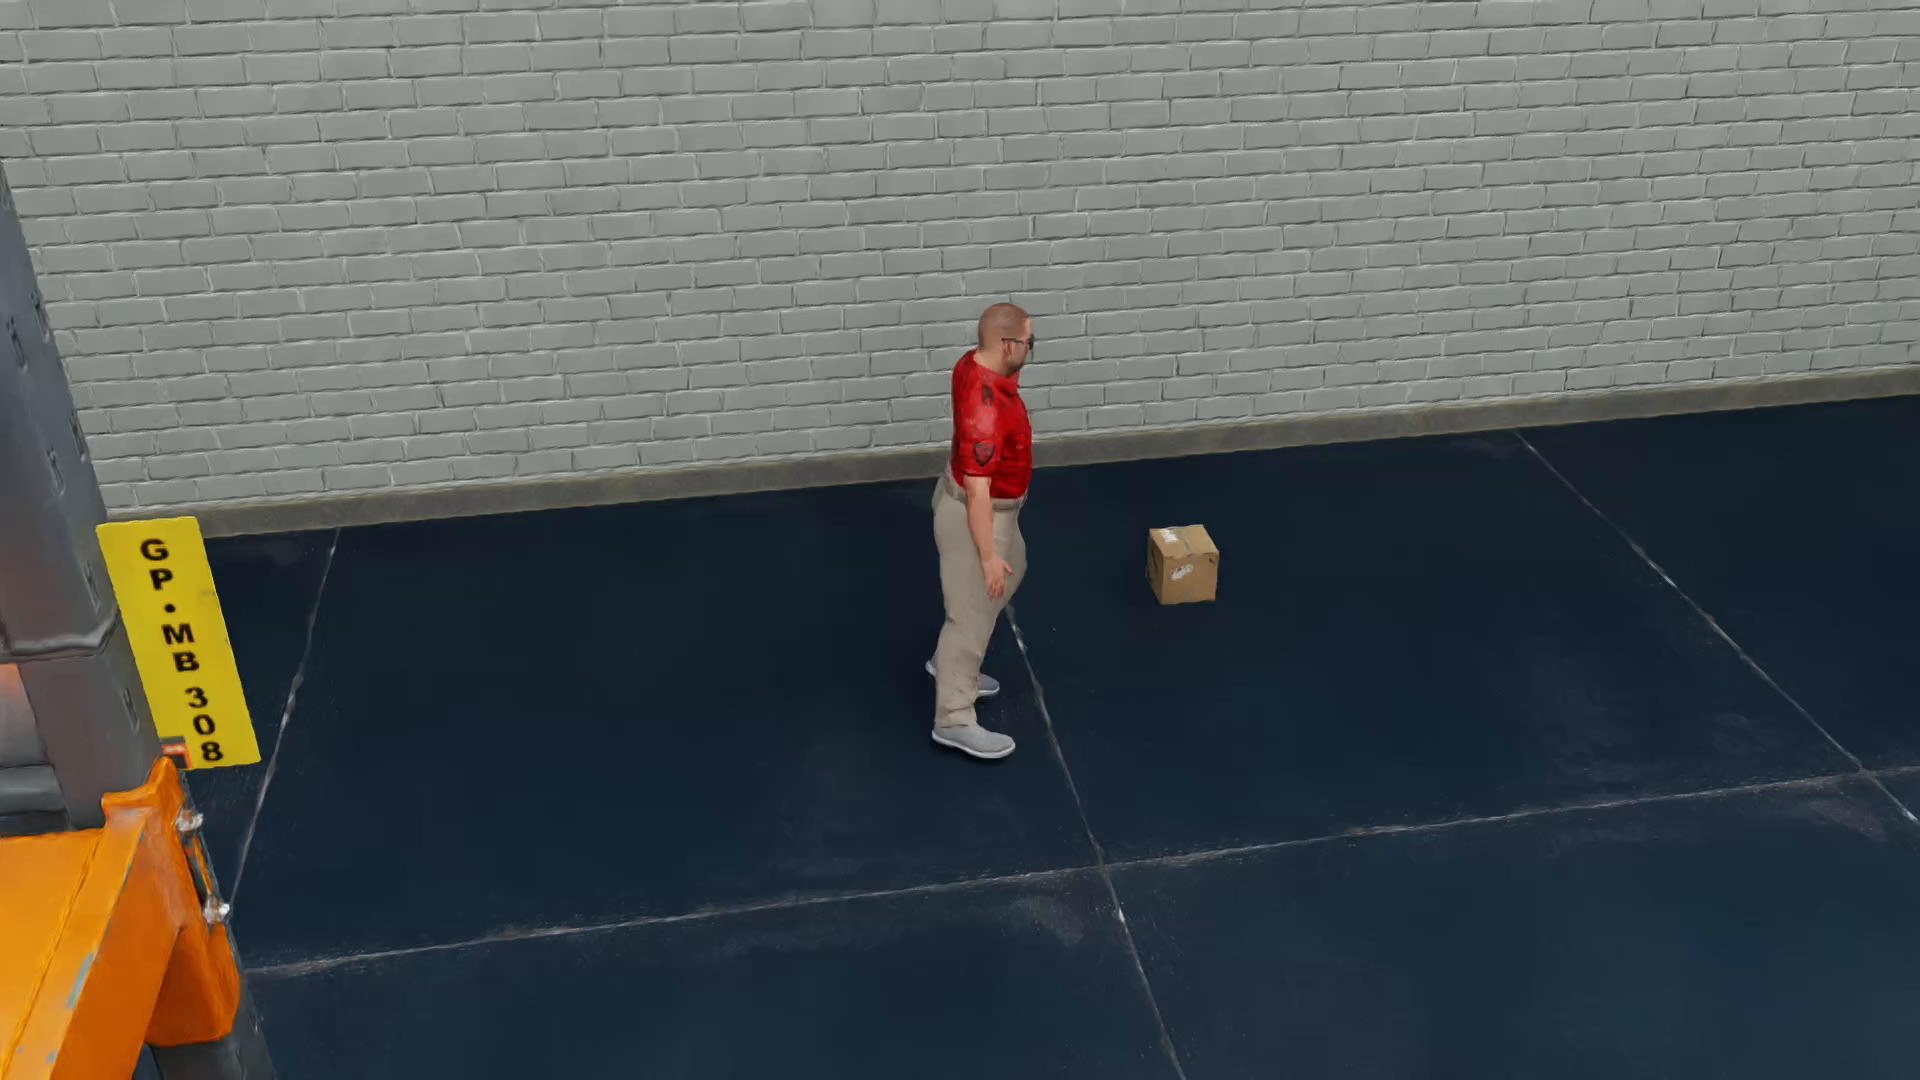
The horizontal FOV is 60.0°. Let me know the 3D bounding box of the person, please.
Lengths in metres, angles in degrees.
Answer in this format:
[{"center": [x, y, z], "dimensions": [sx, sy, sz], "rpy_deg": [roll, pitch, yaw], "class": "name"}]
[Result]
[{"center": [0.074, -0.073, 6.237], "dimensions": [0.420, 1.711, 0.726], "rpy_deg": [-2, 31, -4], "class": "person"}]
